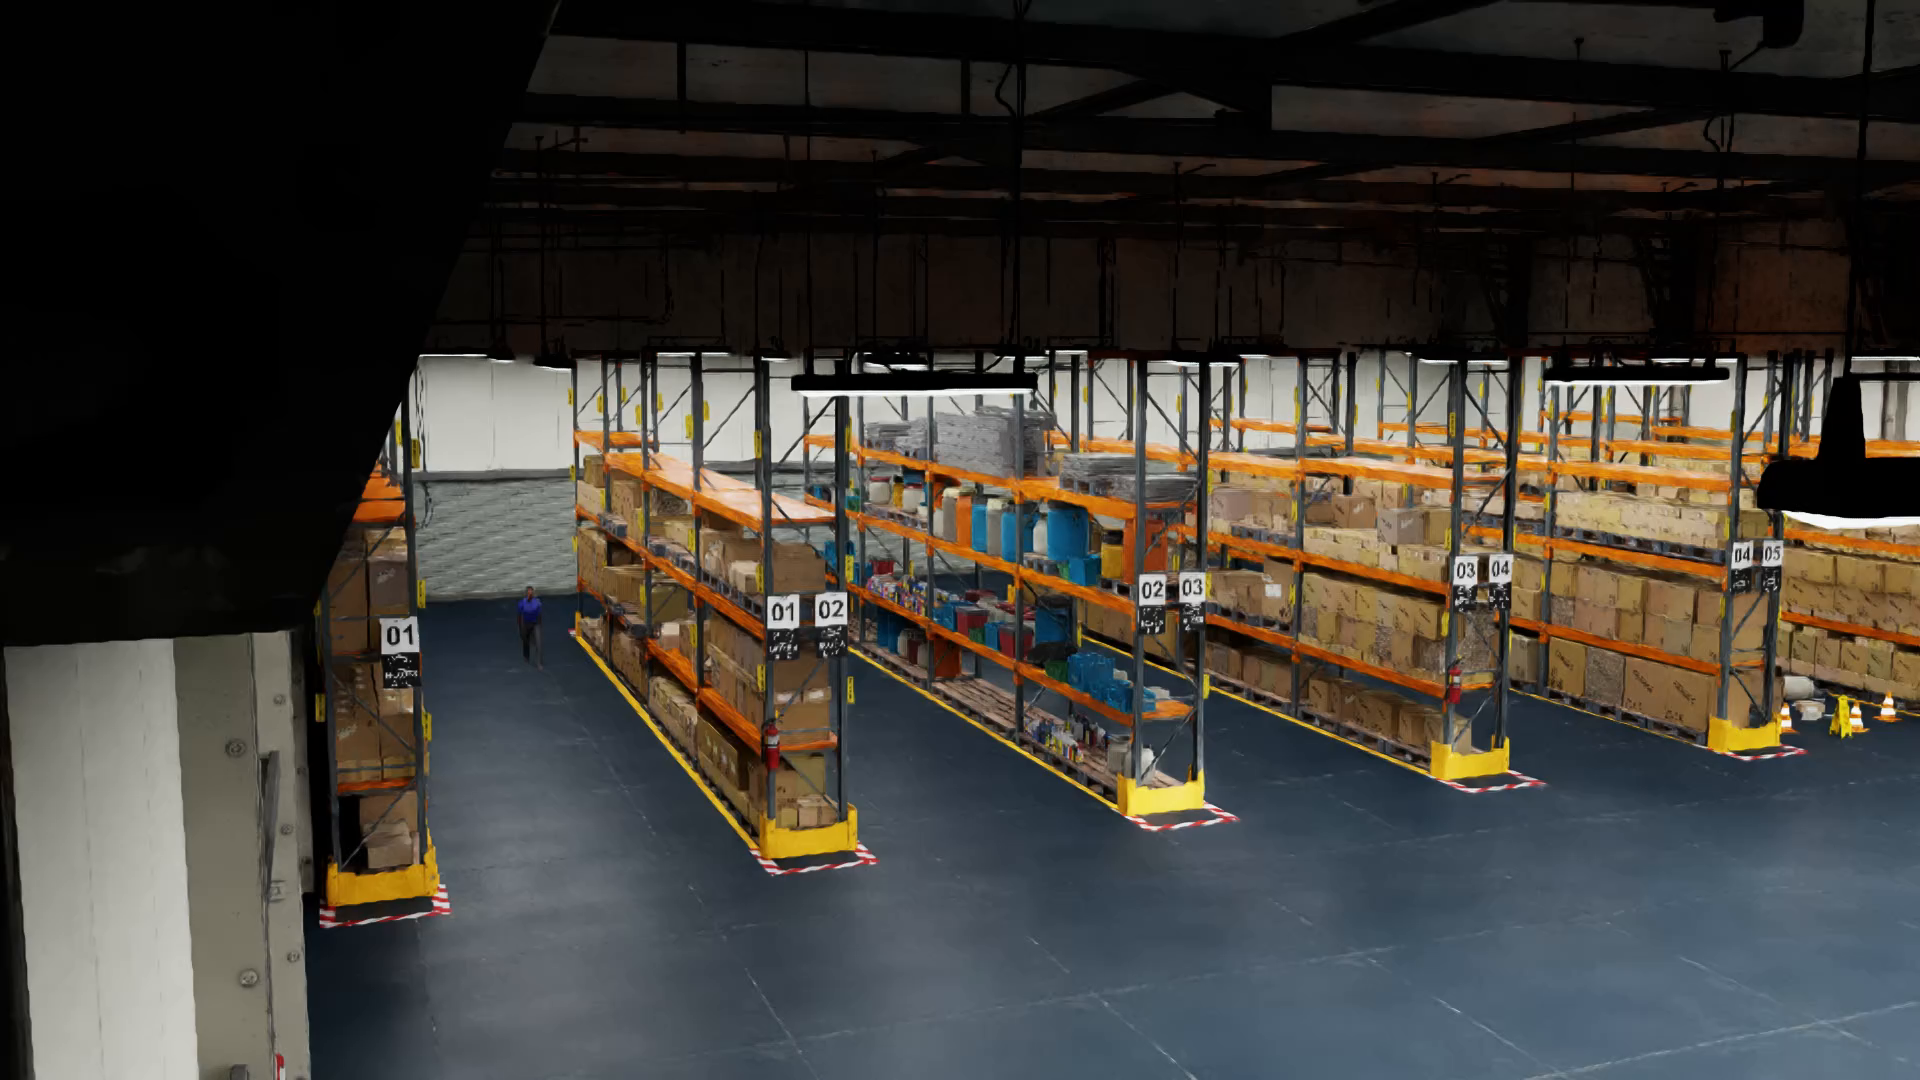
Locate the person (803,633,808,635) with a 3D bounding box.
[{"bbox_3d":[-2.528,2.126,27.054,0.429,1.680,0.545,-6,9,-41],"label":"person"}]

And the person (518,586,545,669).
[{"bbox_3d":[-8.129,1.647,31.446,0.447,1.540,1.088,-2,7,-18],"label":"person"}]
